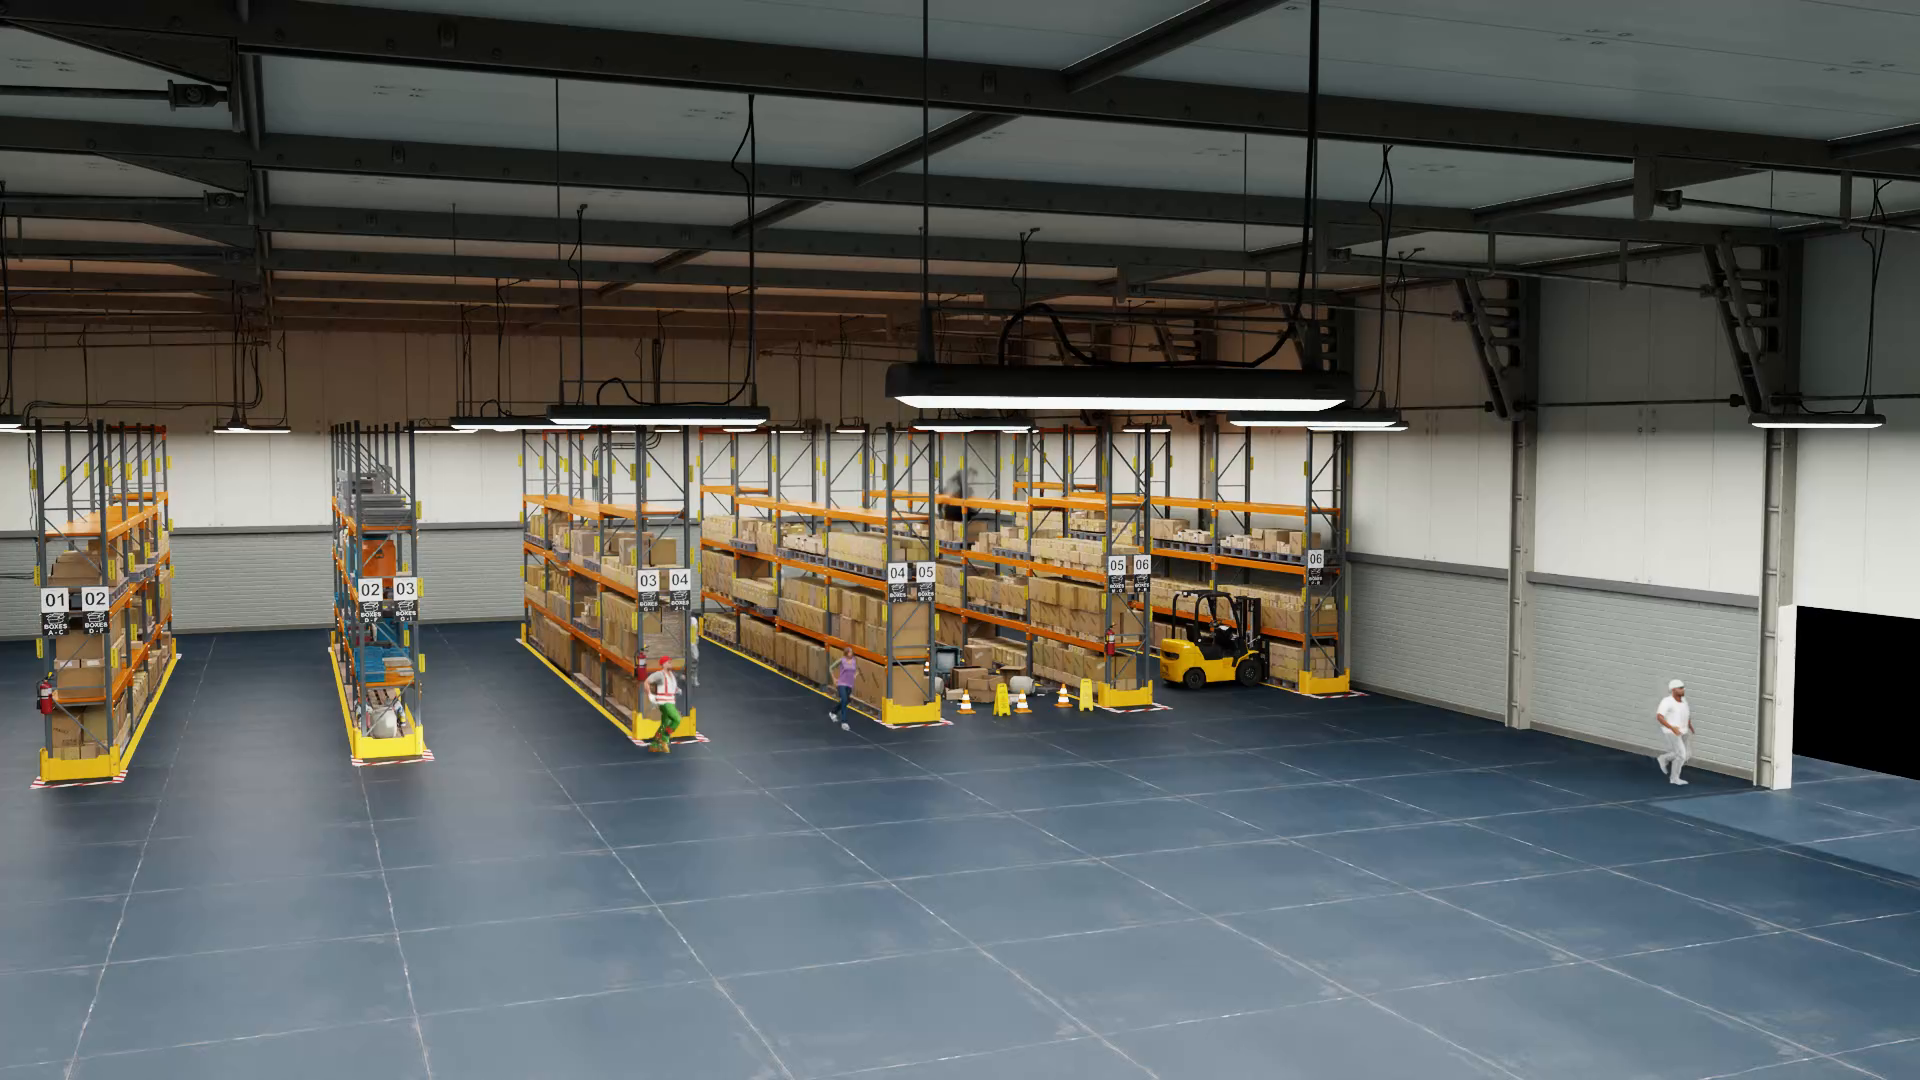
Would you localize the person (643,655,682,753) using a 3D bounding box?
[{"bbox_3d":[-5.291,2.957,30.037,0.649,1.728,0.689,1,4,14],"label":"person"}]

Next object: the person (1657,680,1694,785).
[{"bbox_3d":[11.736,3.149,27.384,0.749,1.723,0.623,-2,4,-33],"label":"person"}]

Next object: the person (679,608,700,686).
[{"bbox_3d":[-6.282,2.440,38.306,0.660,1.839,0.813,-2,4,-28],"label":"person"}]

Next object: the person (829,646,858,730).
[{"bbox_3d":[-2.269,2.889,32.768,0.572,1.600,0.831,-3,4,-37],"label":"person"}]
